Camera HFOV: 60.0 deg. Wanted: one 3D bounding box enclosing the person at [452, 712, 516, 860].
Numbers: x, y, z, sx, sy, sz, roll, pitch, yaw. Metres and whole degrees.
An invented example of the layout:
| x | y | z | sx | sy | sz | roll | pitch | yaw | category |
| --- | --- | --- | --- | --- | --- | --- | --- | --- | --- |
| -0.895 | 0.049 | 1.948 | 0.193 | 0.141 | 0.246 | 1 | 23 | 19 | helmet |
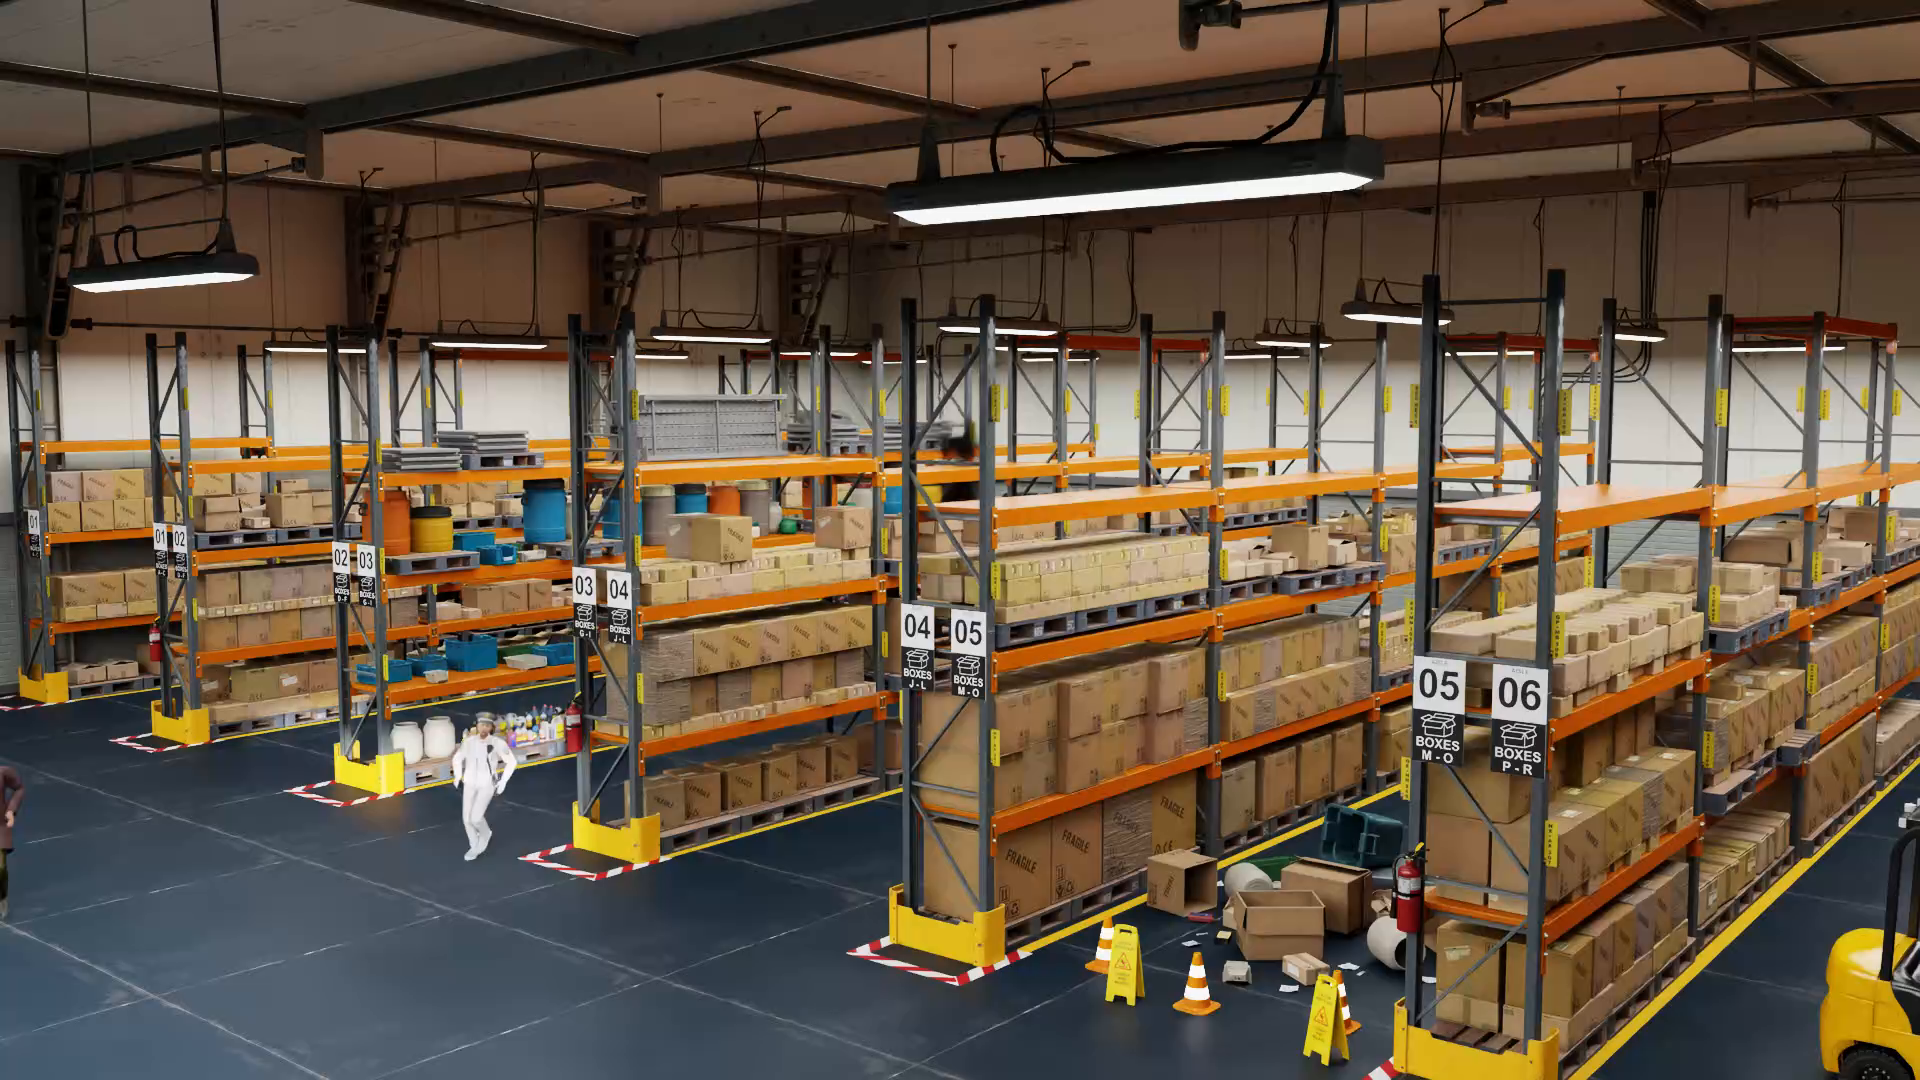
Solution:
| x | y | z | sx | sy | sz | roll | pitch | yaw | category |
| --- | --- | --- | --- | --- | --- | --- | --- | --- | --- |
| -5.268 | 2.708 | 18.282 | 0.691 | 1.650 | 0.474 | 1 | 5 | 8 | person |

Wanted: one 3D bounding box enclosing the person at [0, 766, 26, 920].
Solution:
| x | y | z | sx | sy | sz | roll | pitch | yaw | category |
| --- | --- | --- | --- | --- | --- | --- | --- | --- | --- |
| -9.432 | 2.845 | 16.089 | 0.694 | 1.762 | 0.662 | -2 | 6 | -26 | person |

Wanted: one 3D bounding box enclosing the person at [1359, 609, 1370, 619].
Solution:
| x | y | z | sx | sy | sz | roll | pitch | yaw | category |
| --- | --- | --- | --- | --- | --- | --- | --- | --- | --- |
| 6.453 | 1.950 | 26.231 | 0.540 | 1.739 | 0.663 | -5 | 7 | -43 | person |
